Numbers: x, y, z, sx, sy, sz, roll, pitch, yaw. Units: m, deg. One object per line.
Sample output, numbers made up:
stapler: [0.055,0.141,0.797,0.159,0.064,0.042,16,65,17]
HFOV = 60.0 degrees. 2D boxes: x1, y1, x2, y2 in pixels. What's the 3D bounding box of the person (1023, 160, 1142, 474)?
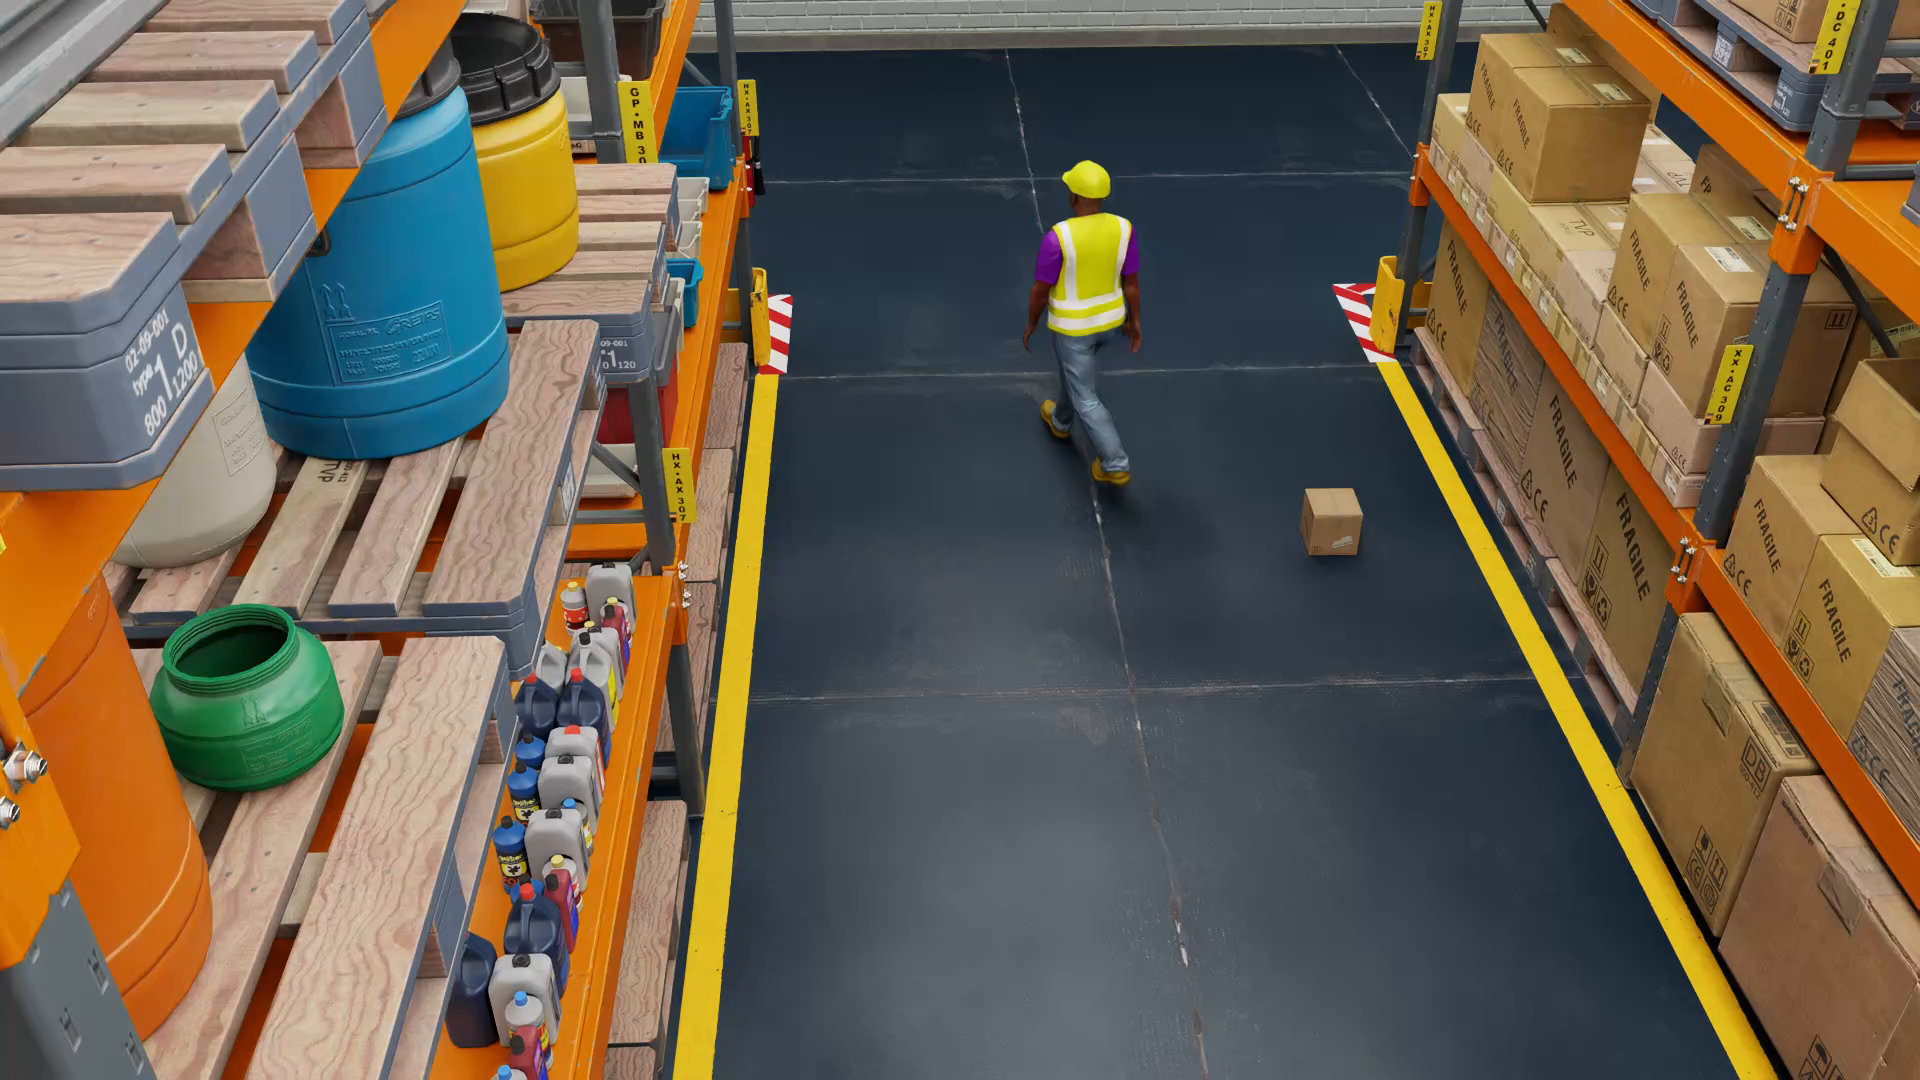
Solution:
person: [0.700,-1.143,8.767,0.595,1.665,0.865,-18,39,-24]
